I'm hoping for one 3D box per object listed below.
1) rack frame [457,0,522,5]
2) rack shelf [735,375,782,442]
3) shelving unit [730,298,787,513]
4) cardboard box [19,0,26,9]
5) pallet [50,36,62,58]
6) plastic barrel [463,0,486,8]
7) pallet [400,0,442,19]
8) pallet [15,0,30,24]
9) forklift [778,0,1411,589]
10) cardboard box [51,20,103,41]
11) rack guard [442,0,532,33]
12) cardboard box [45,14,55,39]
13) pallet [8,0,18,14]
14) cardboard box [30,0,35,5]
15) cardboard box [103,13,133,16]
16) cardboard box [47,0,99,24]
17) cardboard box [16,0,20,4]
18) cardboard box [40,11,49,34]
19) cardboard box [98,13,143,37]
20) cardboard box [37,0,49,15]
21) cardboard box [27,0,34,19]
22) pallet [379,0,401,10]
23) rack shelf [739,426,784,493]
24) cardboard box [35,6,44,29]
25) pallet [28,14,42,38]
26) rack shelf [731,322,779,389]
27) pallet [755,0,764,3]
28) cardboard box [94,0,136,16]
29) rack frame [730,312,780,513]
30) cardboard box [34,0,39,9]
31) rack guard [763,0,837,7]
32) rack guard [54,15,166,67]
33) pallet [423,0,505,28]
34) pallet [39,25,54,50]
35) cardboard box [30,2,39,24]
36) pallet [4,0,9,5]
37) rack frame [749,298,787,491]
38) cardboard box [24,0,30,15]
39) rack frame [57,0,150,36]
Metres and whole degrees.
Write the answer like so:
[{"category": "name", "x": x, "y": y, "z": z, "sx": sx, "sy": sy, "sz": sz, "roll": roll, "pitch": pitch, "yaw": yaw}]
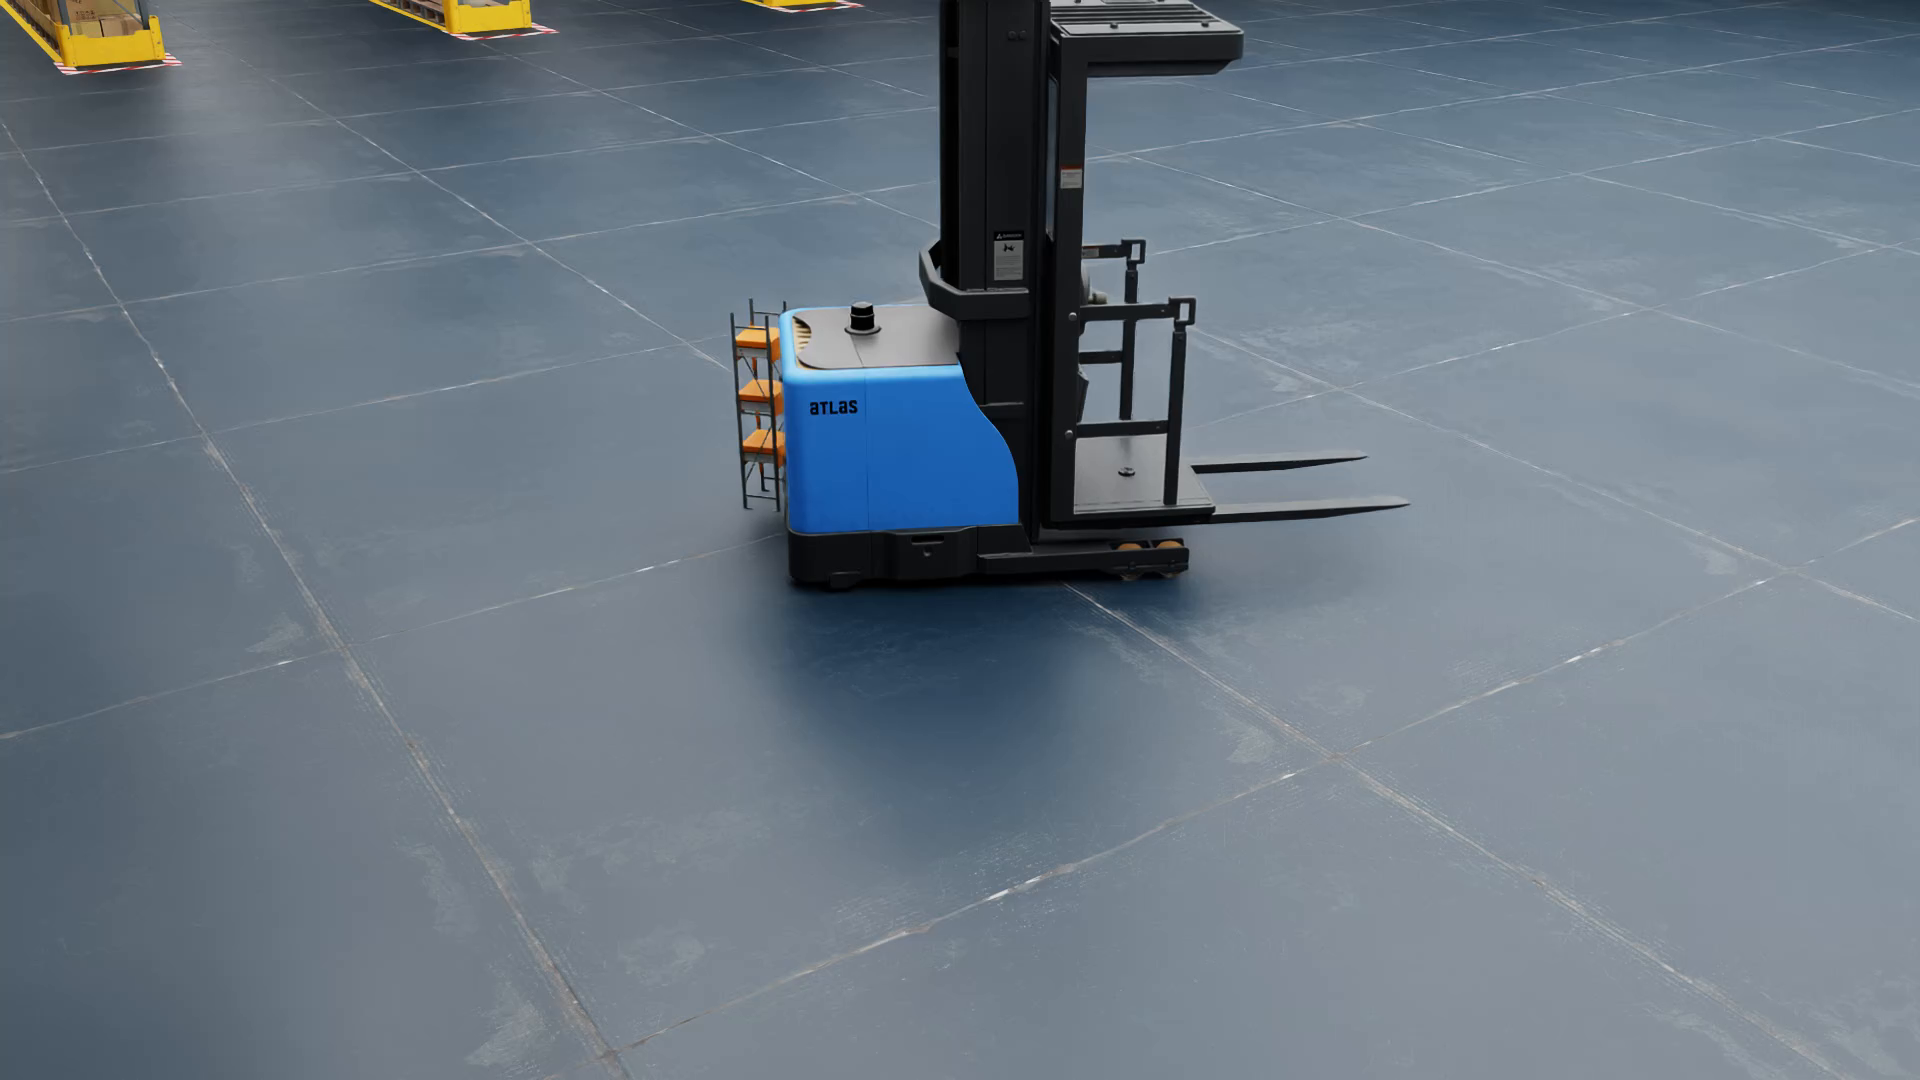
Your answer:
[{"category": "rack frame", "x": -6.614, "y": -8.612, "z": 22.979, "sx": 1.000, "sy": 3.000, "sz": 0.127, "roll": -16, "pitch": 29, "yaw": -30}, {"category": "rack shelf", "x": -0.992, "y": -0.669, "z": 8.460, "sx": 0.215, "sy": 0.259, "sz": 0.240, "roll": 6, "pitch": 26, "yaw": 15}, {"category": "shelving unit", "x": -0.992, "y": -0.679, "z": 8.455, "sx": 0.215, "sy": 1.050, "sz": 0.252, "roll": 6, "pitch": 26, "yaw": 15}, {"category": "cardboard box", "x": -13.419, "y": -7.917, "z": 24.236, "sx": 0.500, "sy": 0.250, "sz": 0.500, "roll": -16, "pitch": 30, "yaw": -30}, {"category": "pallet", "x": -11.219, "y": -6.462, "z": 21.691, "sx": 1.003, "sy": 0.211, "sz": 1.213, "roll": -16, "pitch": 29, "yaw": -30}, {"category": "plastic barrel", "x": -7.037, "y": -7.894, "z": 23.881, "sx": 0.421, "sy": 0.512, "sz": 0.421, "roll": 0, "pitch": 25, "yaw": 0}, {"category": "pallet", "x": -7.796, "y": -8.095, "z": 25.150, "sx": 1.003, "sy": 0.211, "sz": 1.213, "roll": -16, "pitch": 29, "yaw": -30}, {"category": "pallet", "x": -13.385, "y": -7.883, "z": 24.701, "sx": 1.003, "sy": 0.211, "sz": 1.213, "roll": -16, "pitch": 29, "yaw": -30}, {"category": "forklift", "x": 0.655, "y": -1.363, "z": 7.703, "sx": 3.031, "sy": 2.935, "sz": 1.130, "roll": -3, "pitch": 25, "yaw": -6}, {"category": "cardboard box", "x": -11.306, "y": -6.528, "z": 21.294, "sx": 0.500, "sy": 0.250, "sz": 0.500, "roll": -16, "pitch": 29, "yaw": -30}, {"category": "rack guard", "x": -6.695, "y": -7.498, "z": 23.547, "sx": 1.175, "sy": 0.500, "sz": 0.348, "roll": -16, "pitch": 29, "yaw": -30}, {"category": "cardboard box", "x": -11.589, "y": -6.704, "z": 21.667, "sx": 0.500, "sy": 0.250, "sz": 0.500, "roll": -16, "pitch": 29, "yaw": -30}, {"category": "pallet", "x": -14.055, "y": -8.320, "z": 25.627, "sx": 1.003, "sy": 0.211, "sz": 1.213, "roll": -16, "pitch": 29, "yaw": -30}, {"category": "cardboard box", "x": -12.413, "y": -7.579, "z": 22.641, "sx": 0.500, "sy": 0.500, "sz": 0.500, "roll": -16, "pitch": 29, "yaw": -30}, {"category": "cardboard box", "x": -11.149, "y": -6.827, "z": 21.927, "sx": 0.500, "sy": 0.250, "sz": 0.500, "roll": -16, "pitch": 29, "yaw": -30}, {"category": "cardboard box", "x": -11.308, "y": -6.867, "z": 21.133, "sx": 0.500, "sy": 0.500, "sz": 0.500, "roll": -16, "pitch": 29, "yaw": -30}, {"category": "cardboard box", "x": -13.694, "y": -8.098, "z": 24.620, "sx": 0.500, "sy": 0.250, "sz": 0.500, "roll": -16, "pitch": 30, "yaw": -30}, {"category": "cardboard box", "x": -11.864, "y": -6.883, "z": 22.045, "sx": 0.500, "sy": 0.250, "sz": 0.500, "roll": -16, "pitch": 29, "yaw": -30}, {"category": "cardboard box", "x": -10.872, "y": -6.649, "z": 21.550, "sx": 0.500, "sy": 0.250, "sz": 0.500, "roll": -16, "pitch": 29, "yaw": -30}, {"category": "cardboard box", "x": -11.866, "y": -7.221, "z": 21.884, "sx": 0.500, "sy": 0.500, "sz": 0.500, "roll": -16, "pitch": 29, "yaw": -30}, {"category": "cardboard box", "x": -12.682, "y": -7.420, "z": 23.182, "sx": 0.500, "sy": 0.250, "sz": 0.500, "roll": -16, "pitch": 29, "yaw": -30}, {"category": "pallet", "x": -8.466, "y": -8.532, "z": 26.076, "sx": 1.003, "sy": 0.211, "sz": 1.213, "roll": -16, "pitch": 29, "yaw": -30}, {"category": "rack shelf", "x": -0.989, "y": -0.418, "z": 8.578, "sx": 0.215, "sy": 0.259, "sz": 0.240, "roll": 6, "pitch": 26, "yaw": 15}, {"category": "cardboard box", "x": -12.135, "y": -7.062, "z": 22.425, "sx": 0.500, "sy": 0.250, "sz": 0.500, "roll": -16, "pitch": 29, "yaw": -30}, {"category": "pallet", "x": -12.551, "y": -7.334, "z": 23.539, "sx": 1.003, "sy": 0.211, "sz": 1.213, "roll": -16, "pitch": 29, "yaw": -30}, {"category": "rack shelf", "x": -0.995, "y": -0.926, "z": 8.339, "sx": 0.215, "sy": 0.259, "sz": 0.240, "roll": 6, "pitch": 26, "yaw": 15}, {"category": "pallet", "x": -2.919, "y": -8.831, "z": 26.710, "sx": 1.003, "sy": 0.211, "sz": 1.213, "roll": -16, "pitch": 29, "yaw": -30}, {"category": "cardboard box", "x": -11.147, "y": -7.167, "z": 21.768, "sx": 0.500, "sy": 0.500, "sz": 0.500, "roll": -16, "pitch": 29, "yaw": -30}, {"category": "rack frame", "x": -1.026, "y": -0.629, "z": 8.349, "sx": 0.200, "sy": 1.050, "sz": 0.008, "roll": 6, "pitch": 26, "yaw": 15}, {"category": "cardboard box", "x": -12.138, "y": -7.400, "z": 22.263, "sx": 0.500, "sy": 0.500, "sz": 0.500, "roll": -16, "pitch": 29, "yaw": -30}, {"category": "rack guard", "x": -2.506, "y": -8.663, "z": 26.015, "sx": 1.175, "sy": 0.500, "sz": 0.348, "roll": -16, "pitch": 29, "yaw": -30}, {"category": "rack guard", "x": -10.753, "y": -6.320, "z": 21.052, "sx": 1.175, "sy": 0.500, "sz": 0.348, "roll": -16, "pitch": 29, "yaw": -30}, {"category": "pallet", "x": -7.134, "y": -7.659, "z": 24.227, "sx": 1.003, "sy": 0.211, "sz": 1.213, "roll": -16, "pitch": 29, "yaw": -30}, {"category": "pallet", "x": -11.881, "y": -6.898, "z": 22.614, "sx": 1.003, "sy": 0.211, "sz": 1.213, "roll": -16, "pitch": 29, "yaw": -30}, {"category": "cardboard box", "x": -12.413, "y": -7.240, "z": 22.801, "sx": 0.500, "sy": 0.250, "sz": 0.500, "roll": -16, "pitch": 29, "yaw": -30}, {"category": "pallet", "x": -14.717, "y": -8.756, "z": 26.550, "sx": 1.003, "sy": 0.211, "sz": 1.213, "roll": -16, "pitch": 29, "yaw": -30}, {"category": "rack frame", "x": -0.959, "y": -0.729, "z": 8.561, "sx": 0.200, "sy": 1.050, "sz": 0.008, "roll": 6, "pitch": 26, "yaw": 15}, {"category": "cardboard box", "x": -12.951, "y": -7.600, "z": 23.564, "sx": 0.500, "sy": 0.250, "sz": 0.500, "roll": -16, "pitch": 29, "yaw": -30}, {"category": "rack frame", "x": -10.766, "y": -7.459, "z": 20.537, "sx": 1.000, "sy": 3.000, "sz": 0.127, "roll": -16, "pitch": 29, "yaw": -30}]
